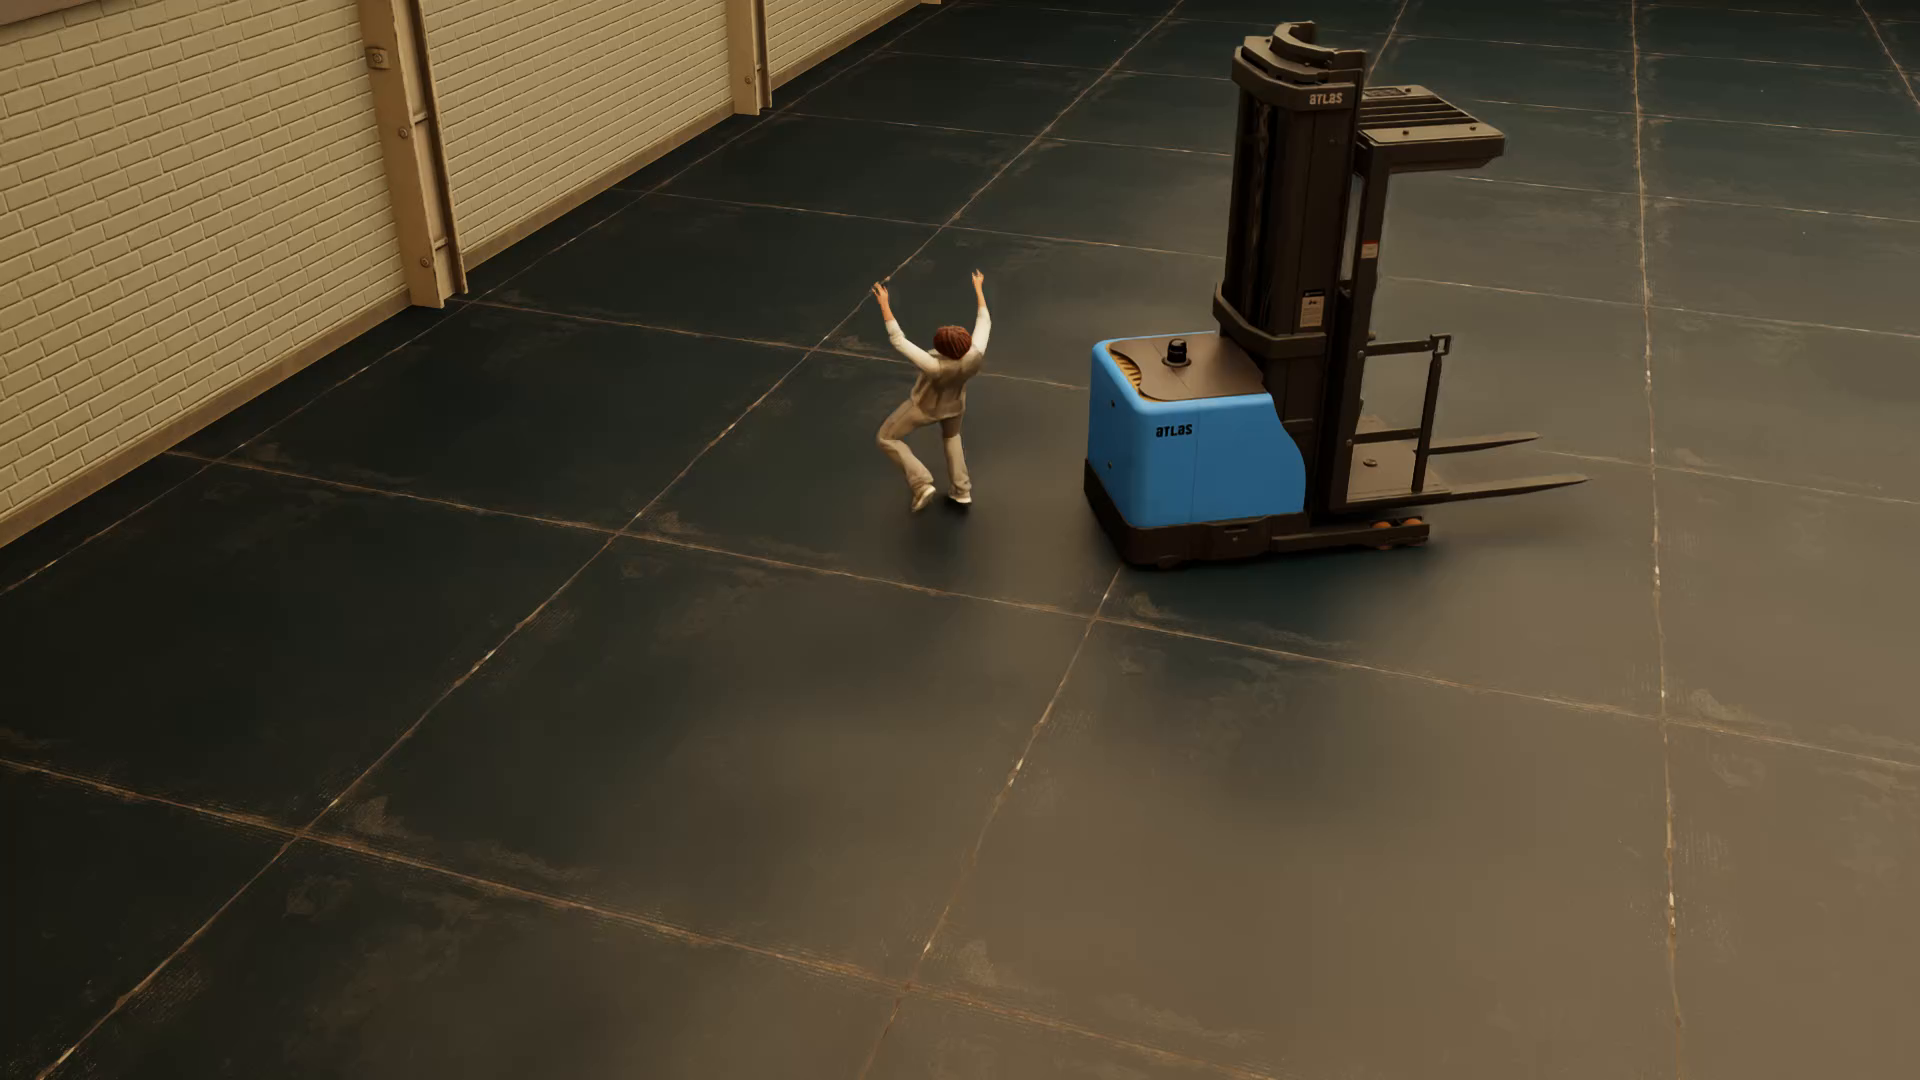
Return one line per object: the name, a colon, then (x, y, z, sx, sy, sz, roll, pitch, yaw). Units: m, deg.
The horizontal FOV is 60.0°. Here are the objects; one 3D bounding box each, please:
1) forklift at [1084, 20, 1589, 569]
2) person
forklift: (2.353, -1.464, 9.705, 3.031, 2.935, 1.130, -6, 30, -10)
person: (-0.077, -0.885, 10.108, 0.844, 1.506, 0.632, -19, 35, -30)
